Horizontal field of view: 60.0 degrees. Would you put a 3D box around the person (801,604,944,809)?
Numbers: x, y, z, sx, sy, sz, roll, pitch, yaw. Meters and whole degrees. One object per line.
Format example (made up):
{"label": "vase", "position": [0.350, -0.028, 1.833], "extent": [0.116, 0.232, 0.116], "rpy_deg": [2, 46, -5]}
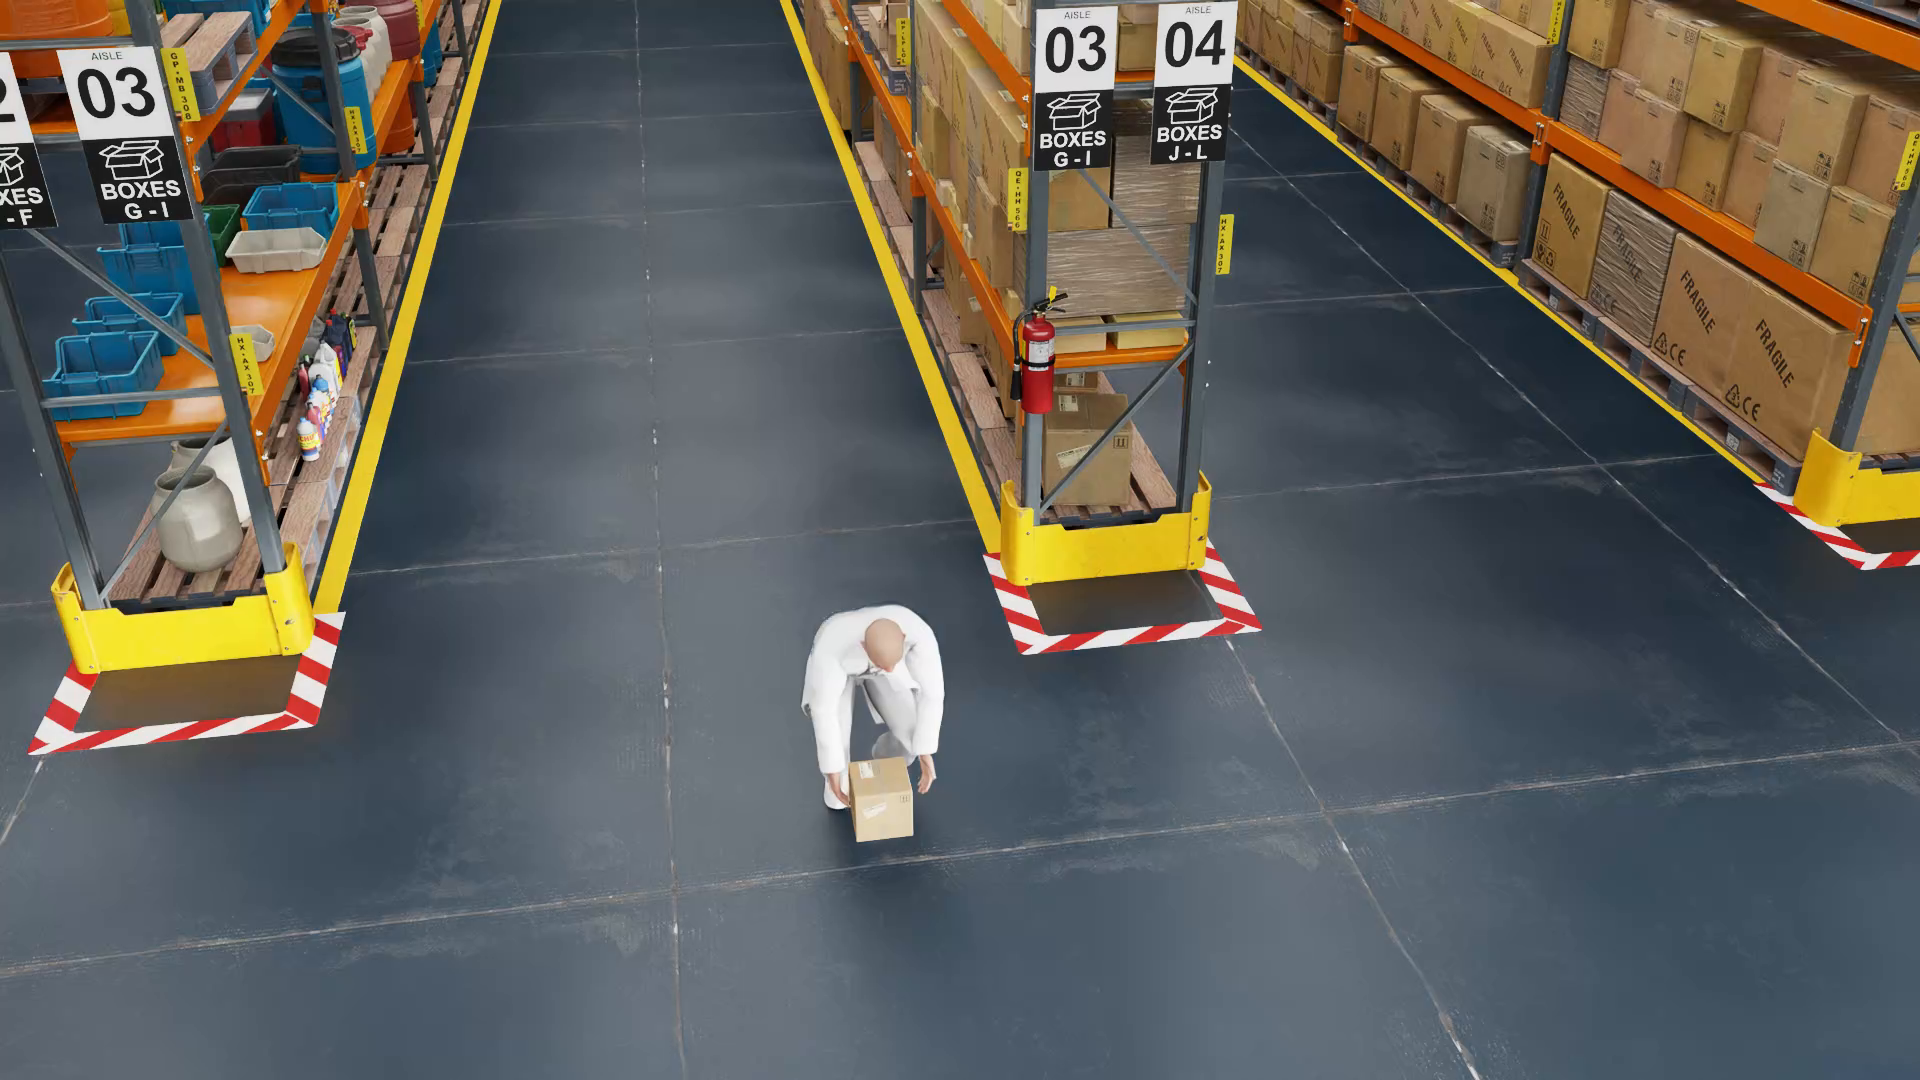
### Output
{"label": "person", "position": [-0.409, 0.711, 7.560], "extent": [0.621, 1.154, 0.836], "rpy_deg": [-5, 31, -9]}
